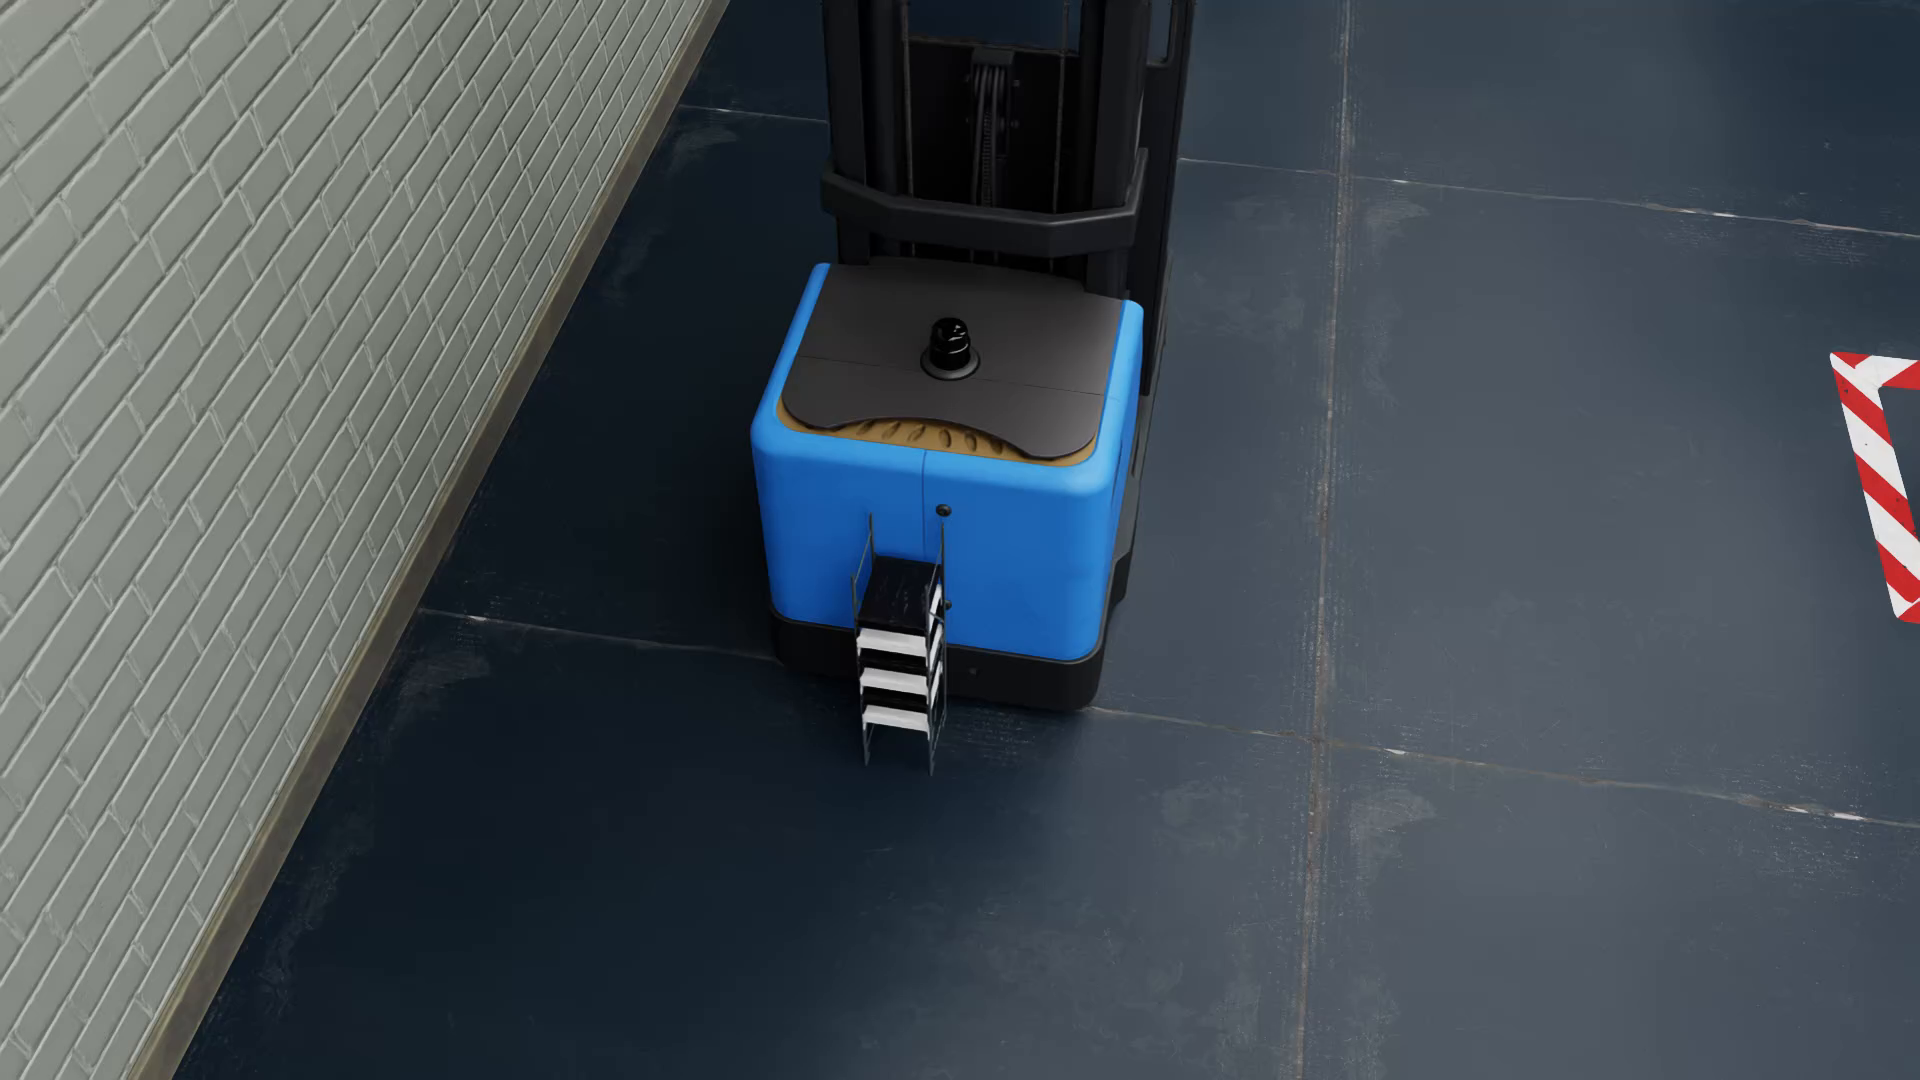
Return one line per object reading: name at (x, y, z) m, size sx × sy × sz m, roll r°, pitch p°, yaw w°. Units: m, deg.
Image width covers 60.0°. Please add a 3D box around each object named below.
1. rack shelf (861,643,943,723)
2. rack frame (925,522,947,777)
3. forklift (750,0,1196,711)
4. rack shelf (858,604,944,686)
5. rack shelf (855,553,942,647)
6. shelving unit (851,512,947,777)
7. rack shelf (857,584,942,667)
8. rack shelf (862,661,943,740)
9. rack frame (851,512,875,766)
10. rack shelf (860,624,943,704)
rack shelf at (-0.167, 0.406, 4.945) m, size 0.200 × 0.077 × 0.258 m, roll 8°, pitch 49°, yaw 7°
rack frame at (-0.067, 0.338, 4.840) m, size 0.006 × 0.900 × 0.240 m, roll 8°, pitch 49°, yaw 7°
forklift at (0.182, -1.564, 5.185) m, size 1.130 × 2.935 × 3.031 m, roll 8°, pitch 49°, yaw 7°
rack shelf at (-0.167, 0.286, 4.811) m, size 0.200 × 0.077 × 0.258 m, roll 8°, pitch 49°, yaw 7°
rack shelf at (-0.167, 0.167, 4.676) m, size 0.200 × 0.077 × 0.258 m, roll 8°, pitch 49°, yaw 7°
shelving unit at (-0.167, 0.324, 4.853) m, size 0.210 × 0.900 × 0.258 m, roll 8°, pitch 49°, yaw 7°
rack shelf at (-0.167, 0.227, 4.744) m, size 0.200 × 0.077 × 0.258 m, roll 8°, pitch 49°, yaw 7°
rack shelf at (-0.167, 0.466, 5.012) m, size 0.200 × 0.077 × 0.258 m, roll 8°, pitch 49°, yaw 7°
rack frame at (-0.267, 0.310, 4.866) m, size 0.006 × 0.900 × 0.240 m, roll 8°, pitch 49°, yaw 7°
rack shelf at (-0.167, 0.346, 4.878) m, size 0.200 × 0.077 × 0.258 m, roll 8°, pitch 49°, yaw 7°
